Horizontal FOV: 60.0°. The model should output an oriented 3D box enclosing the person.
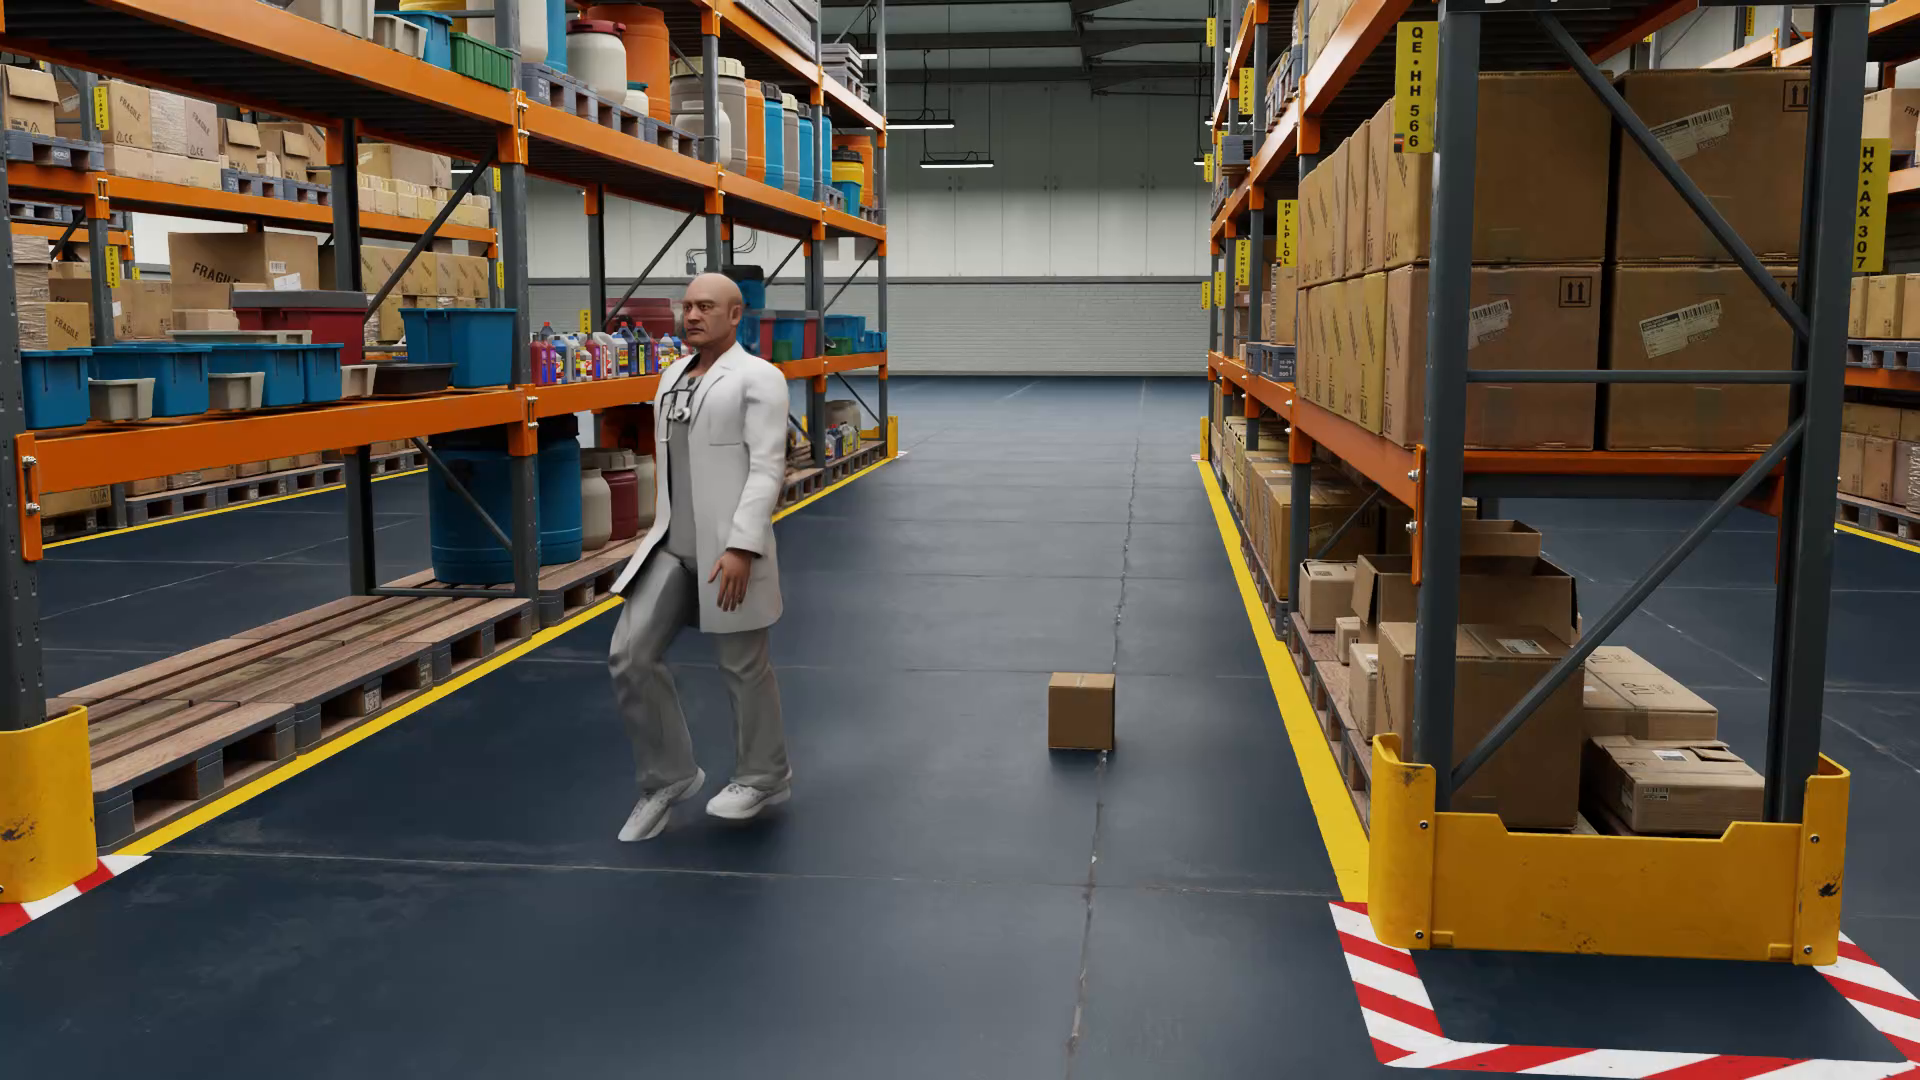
[{"bbox_3d":[-0.800,0.072,5.356,0.623,1.845,0.580,5,9,33],"label":"person"}]
